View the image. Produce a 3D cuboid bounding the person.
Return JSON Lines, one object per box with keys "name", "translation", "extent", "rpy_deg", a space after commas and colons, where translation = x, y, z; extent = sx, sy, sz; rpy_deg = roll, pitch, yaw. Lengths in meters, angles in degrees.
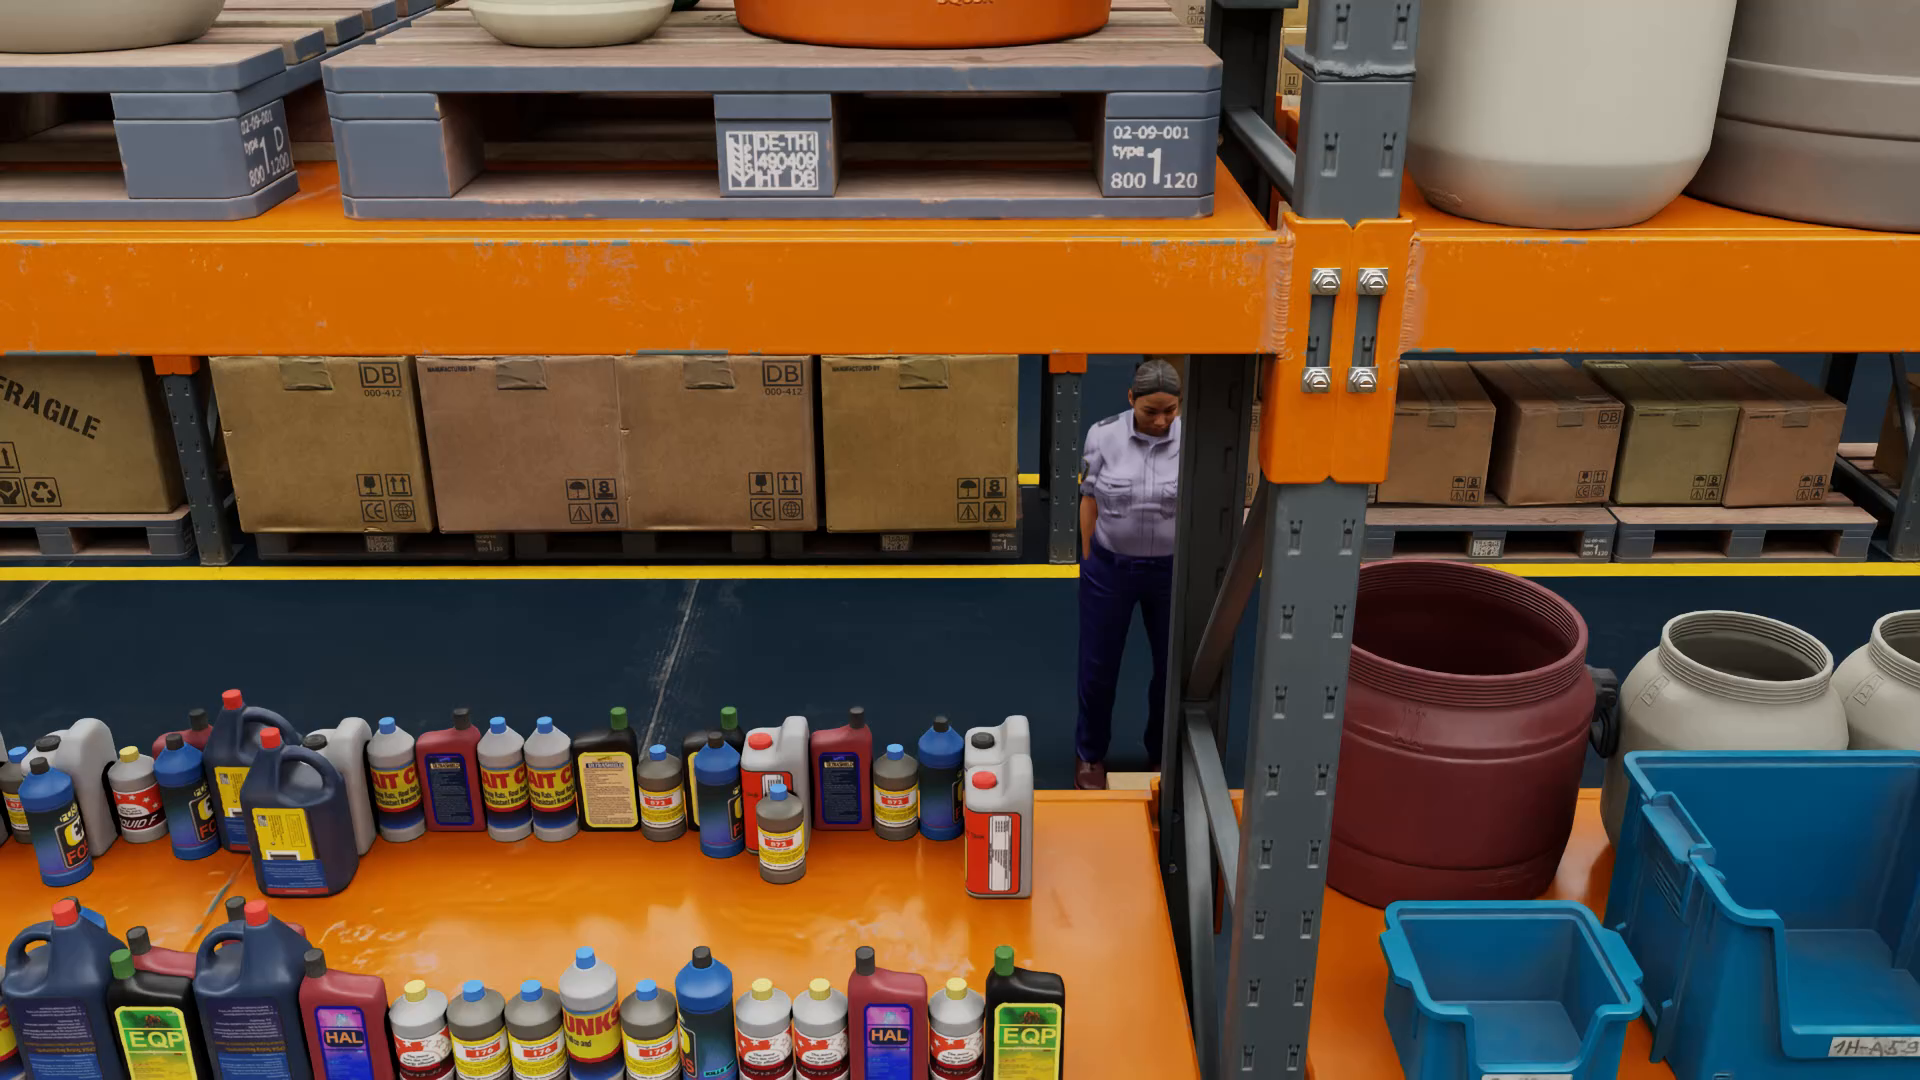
{"name": "person", "translation": [0.648, 0.218, 5.882], "extent": [0.473, 1.457, 0.337], "rpy_deg": [0, 24, 1]}
